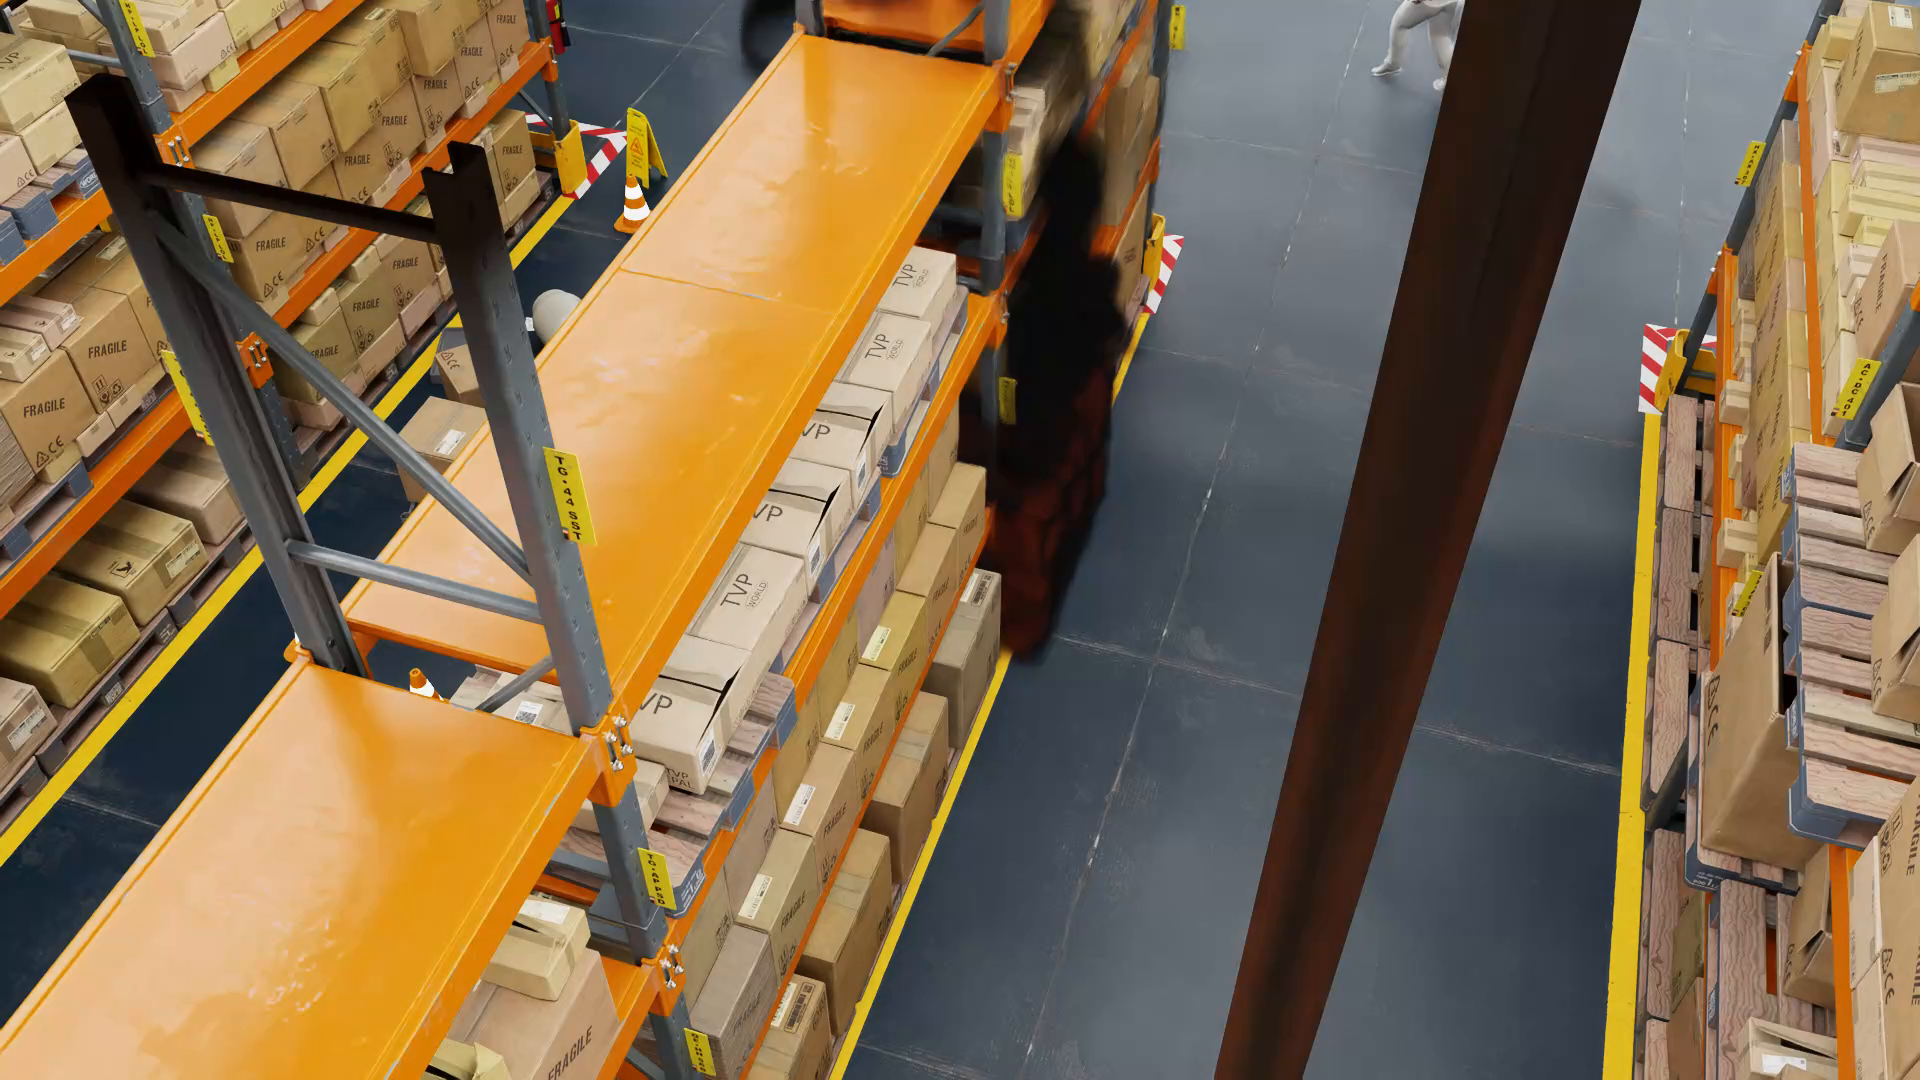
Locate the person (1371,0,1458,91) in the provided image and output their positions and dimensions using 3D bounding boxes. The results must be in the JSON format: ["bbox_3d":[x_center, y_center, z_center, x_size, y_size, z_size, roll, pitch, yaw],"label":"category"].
[{"bbox_3d":[4.141,-4.738,14.545,0.668,1.819,0.896,-24,50,-22],"label":"person"}]
